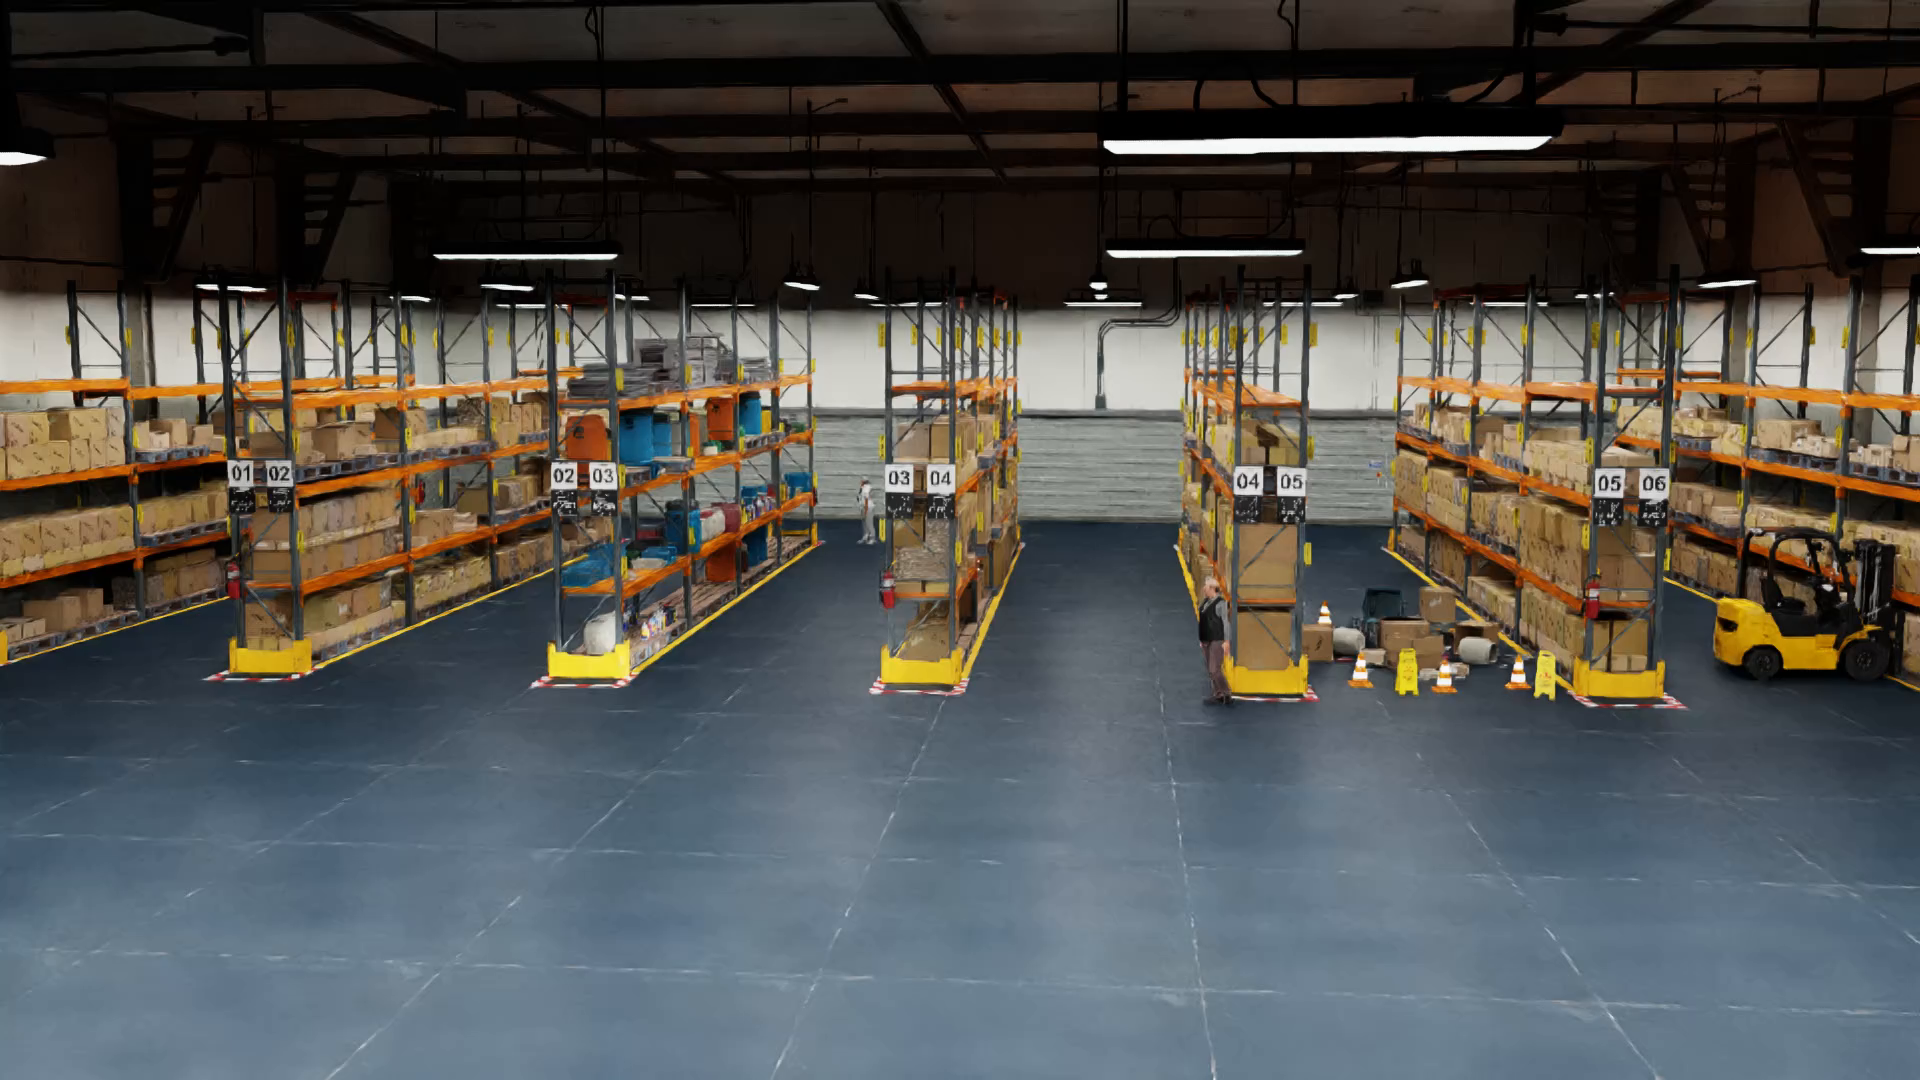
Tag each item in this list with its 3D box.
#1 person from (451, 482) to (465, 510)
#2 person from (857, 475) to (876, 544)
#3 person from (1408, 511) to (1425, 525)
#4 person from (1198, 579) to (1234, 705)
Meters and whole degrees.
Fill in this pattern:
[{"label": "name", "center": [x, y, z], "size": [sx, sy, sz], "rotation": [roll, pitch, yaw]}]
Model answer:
[{"label": "person", "center": [-12.090, -0.665, 40.450], "size": [0.566, 1.541, 0.519], "rotation": [0, 7, 3]}, {"label": "person", "center": [-2.285, -0.749, 40.552], "size": [0.498, 1.660, 0.598], "rotation": [0, 7, 2]}, {"label": "person", "center": [11.050, -0.744, 40.204], "size": [0.706, 1.762, 0.585], "rotation": [-2, 7, -19]}, {"label": "person", "center": [3.497, 1.388, 22.724], "size": [0.398, 1.715, 0.643], "rotation": [-3, 8, -26]}]
